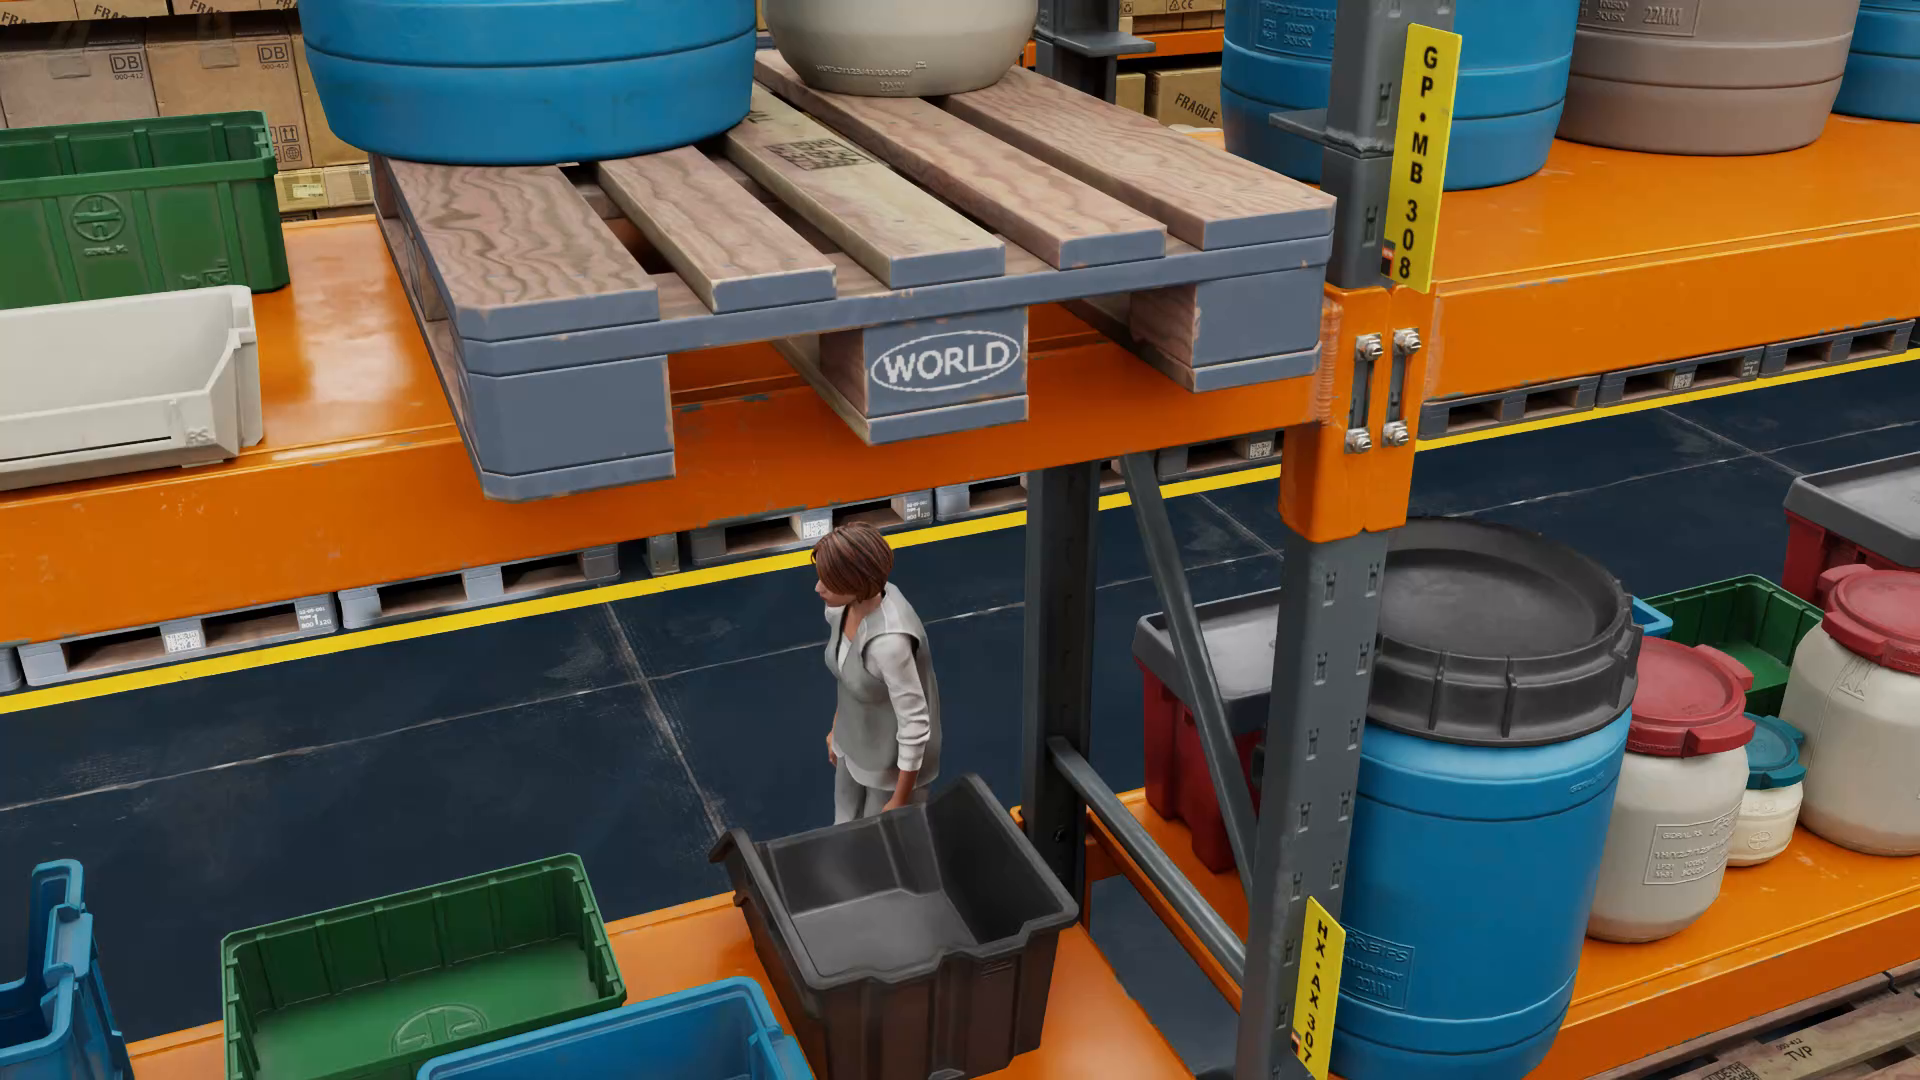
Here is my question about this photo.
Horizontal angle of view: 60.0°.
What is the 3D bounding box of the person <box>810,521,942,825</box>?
[{"bbox_3d":[-0.245,0.652,4.807,0.346,1.592,0.484,-12,29,-24],"label":"person"}]
